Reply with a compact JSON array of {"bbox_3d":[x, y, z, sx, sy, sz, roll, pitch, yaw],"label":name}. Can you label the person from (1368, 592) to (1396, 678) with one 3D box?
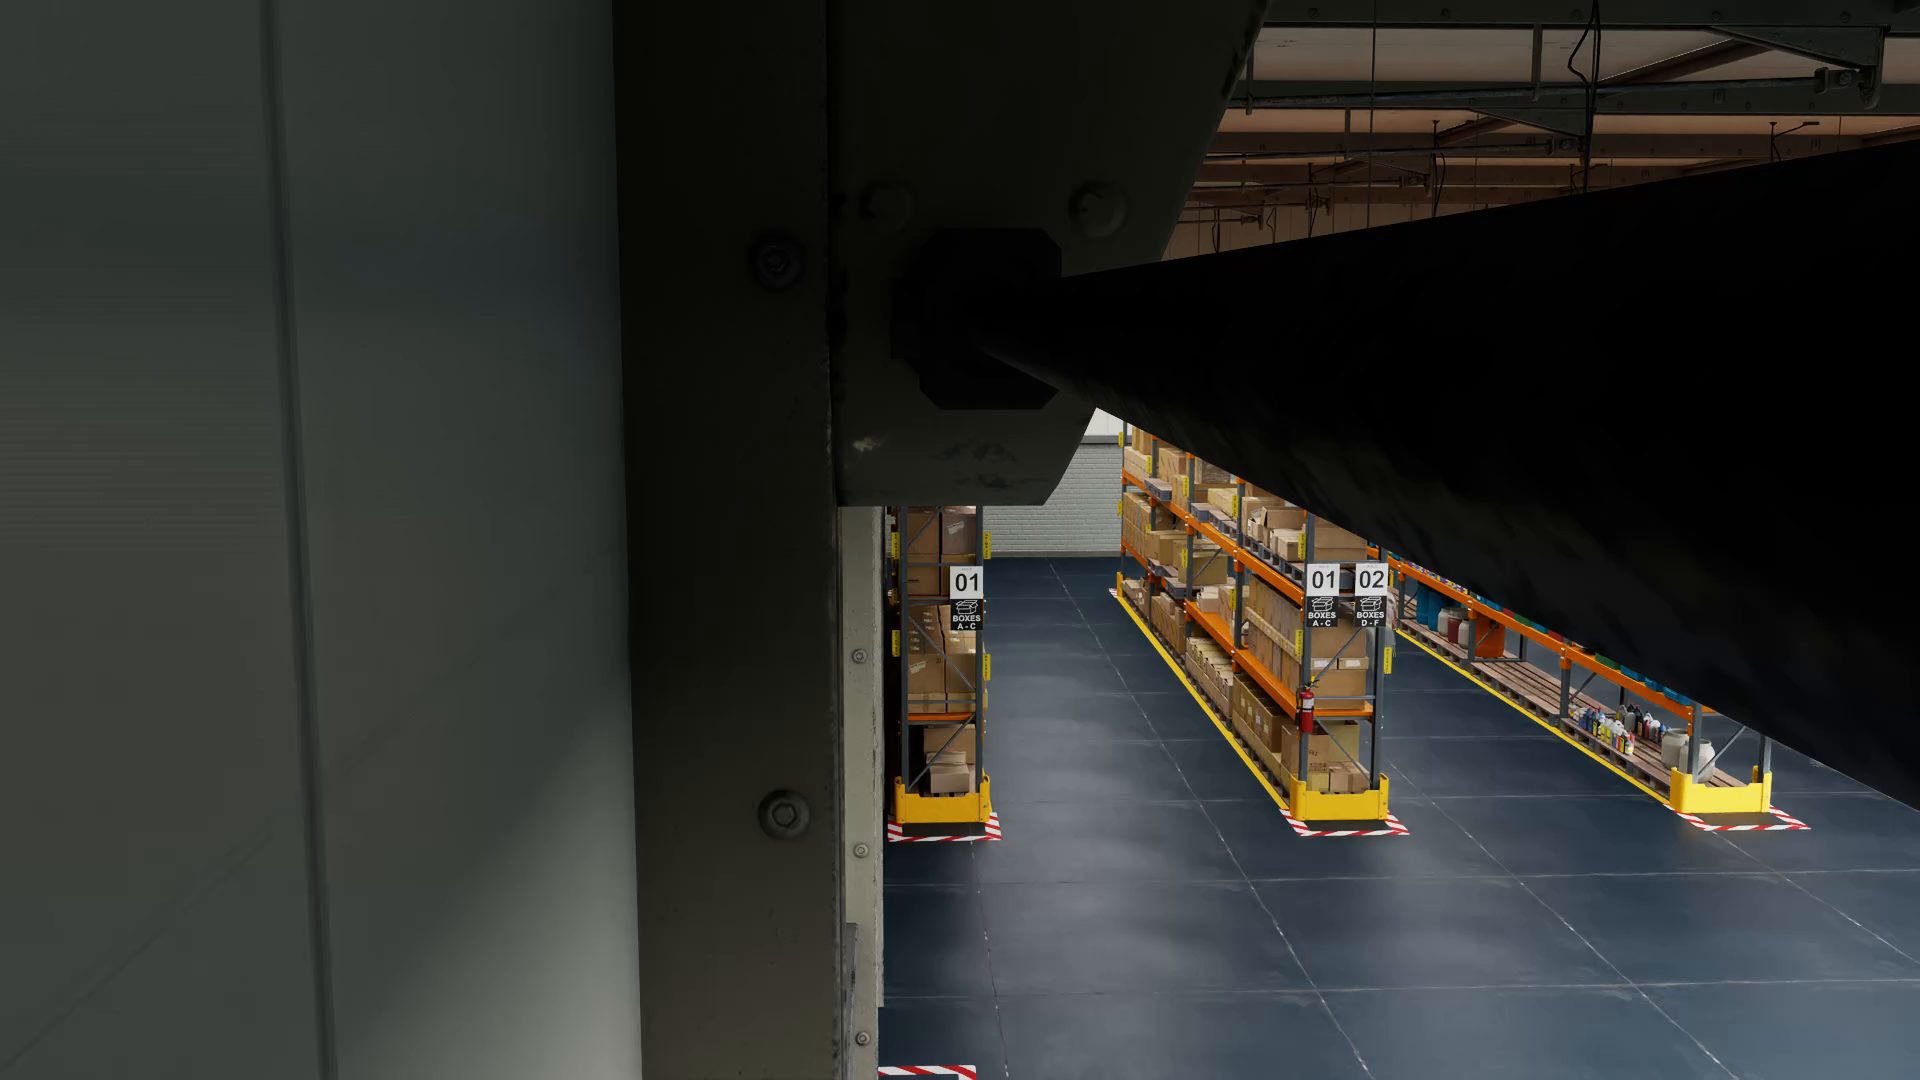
[{"bbox_3d":[7.189,1.486,28.425,0.659,1.727,0.622,-2,8,-12],"label":"person"}]
